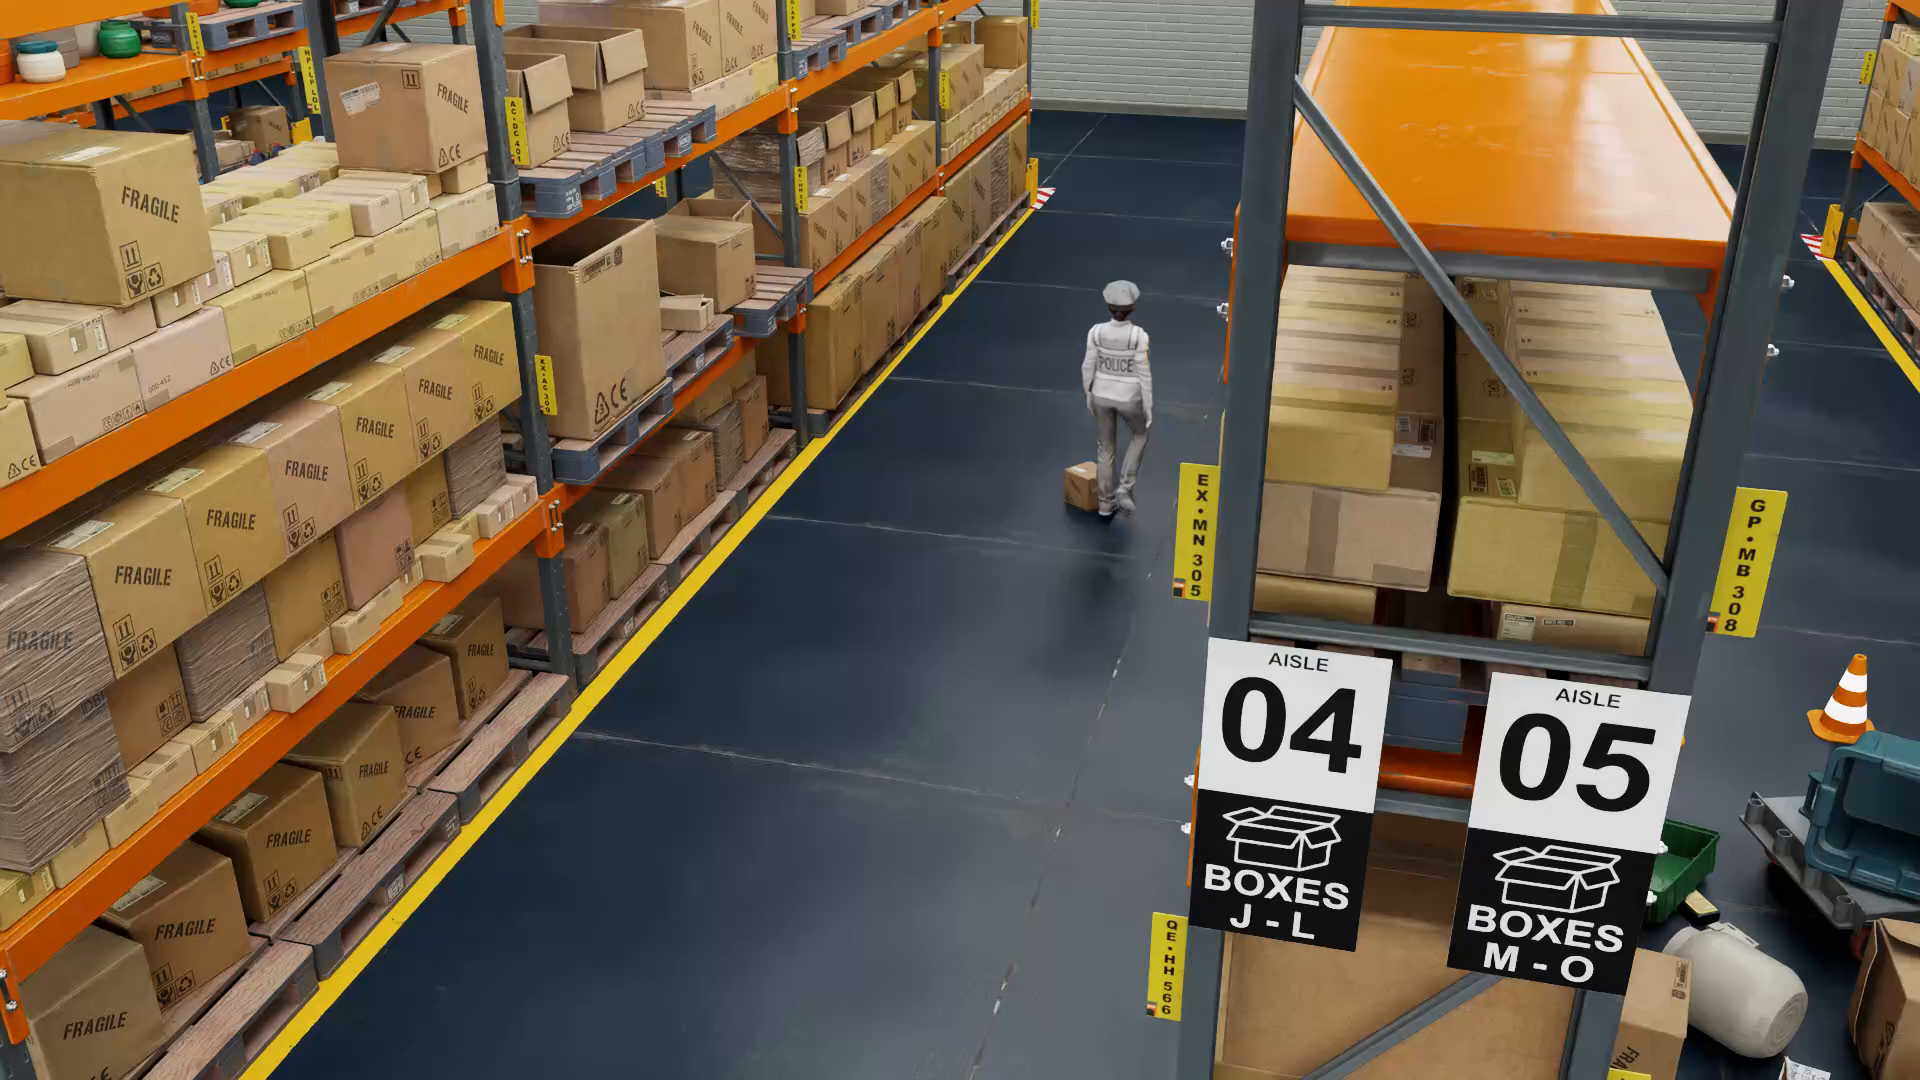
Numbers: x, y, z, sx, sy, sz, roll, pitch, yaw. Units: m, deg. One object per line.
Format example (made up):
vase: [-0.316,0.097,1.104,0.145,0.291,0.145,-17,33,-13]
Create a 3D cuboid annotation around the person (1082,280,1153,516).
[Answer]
person: [1.109,-0.985,11.613,0.523,1.716,0.446,7,26,15]
